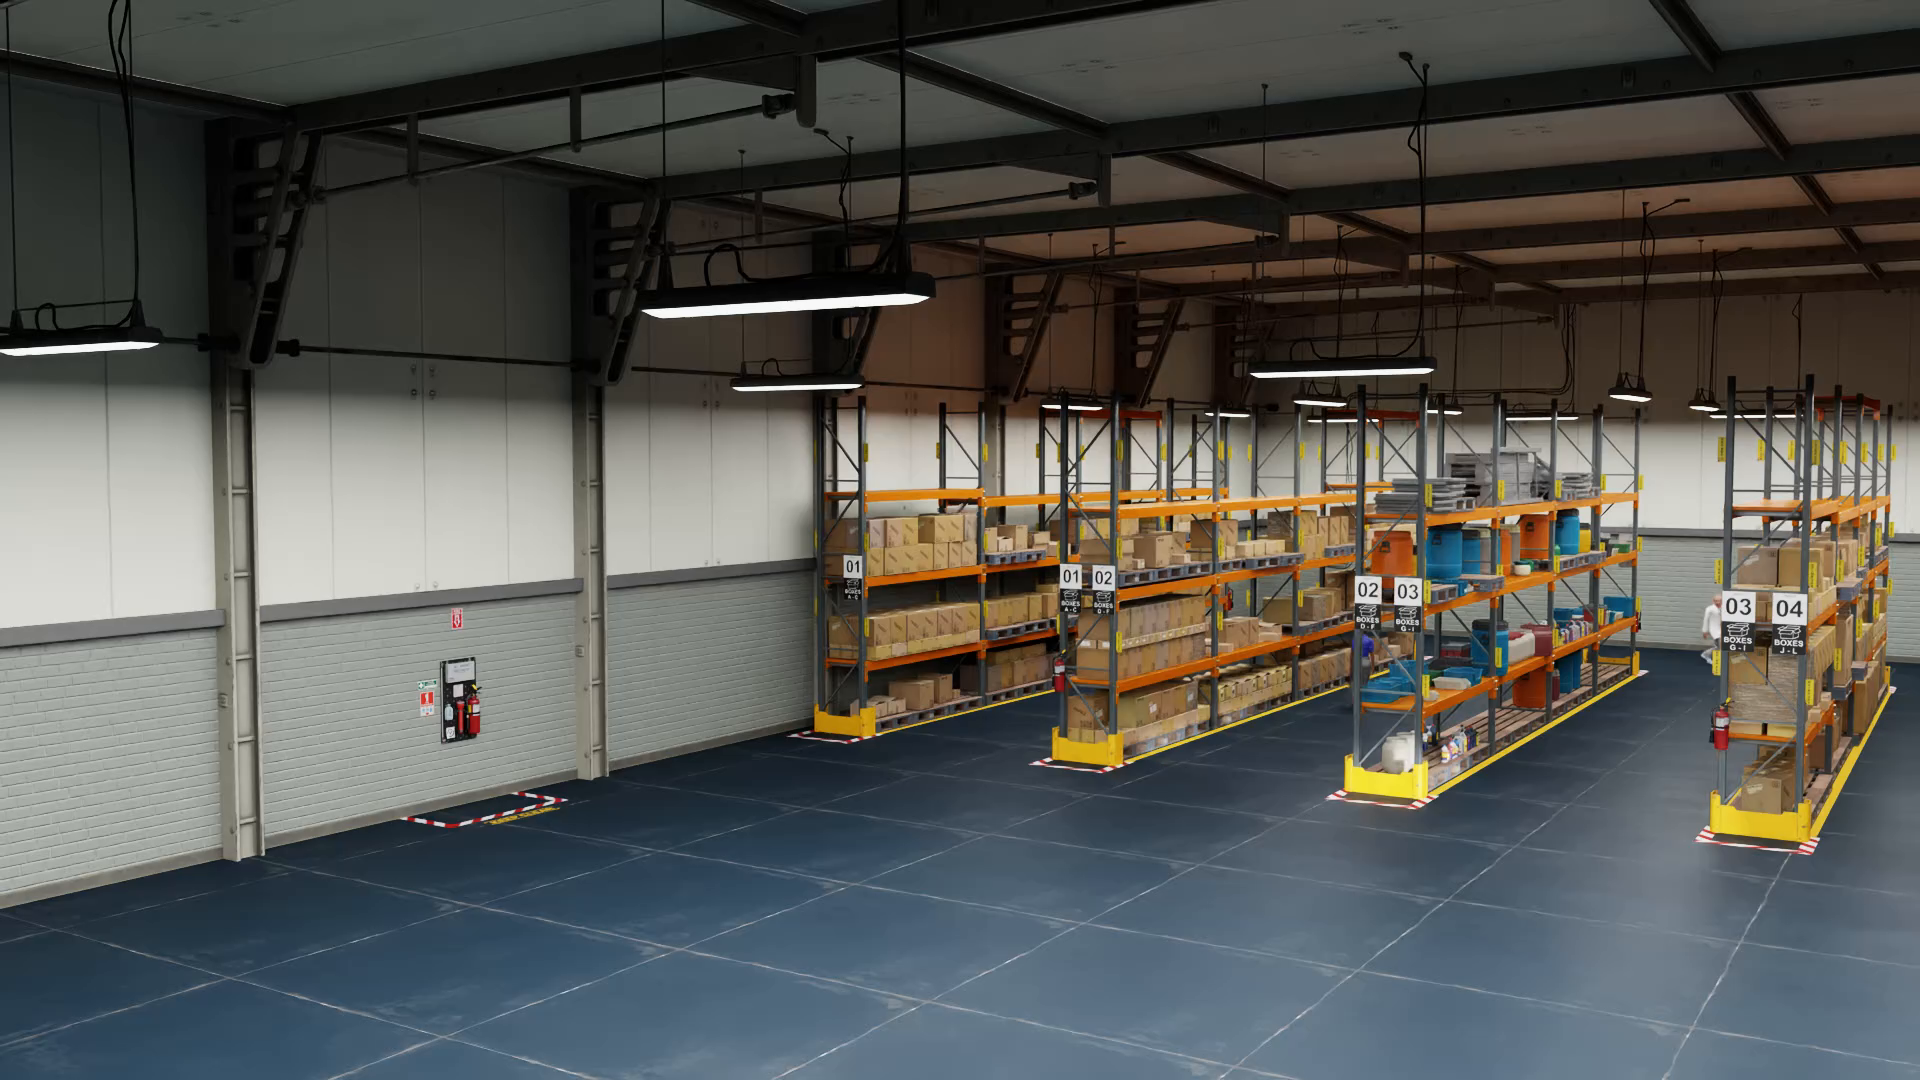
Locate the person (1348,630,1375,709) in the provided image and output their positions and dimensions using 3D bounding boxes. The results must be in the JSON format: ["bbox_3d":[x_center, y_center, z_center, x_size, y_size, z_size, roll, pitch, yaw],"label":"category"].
[{"bbox_3d":[7.851,2.483,32.521,0.493,1.689,0.380,0,3,8],"label":"person"}]

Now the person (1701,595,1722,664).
[{"bbox_3d":[17.792,2.127,39.005,0.567,1.667,1.171,-1,3,-21],"label":"person"}]
